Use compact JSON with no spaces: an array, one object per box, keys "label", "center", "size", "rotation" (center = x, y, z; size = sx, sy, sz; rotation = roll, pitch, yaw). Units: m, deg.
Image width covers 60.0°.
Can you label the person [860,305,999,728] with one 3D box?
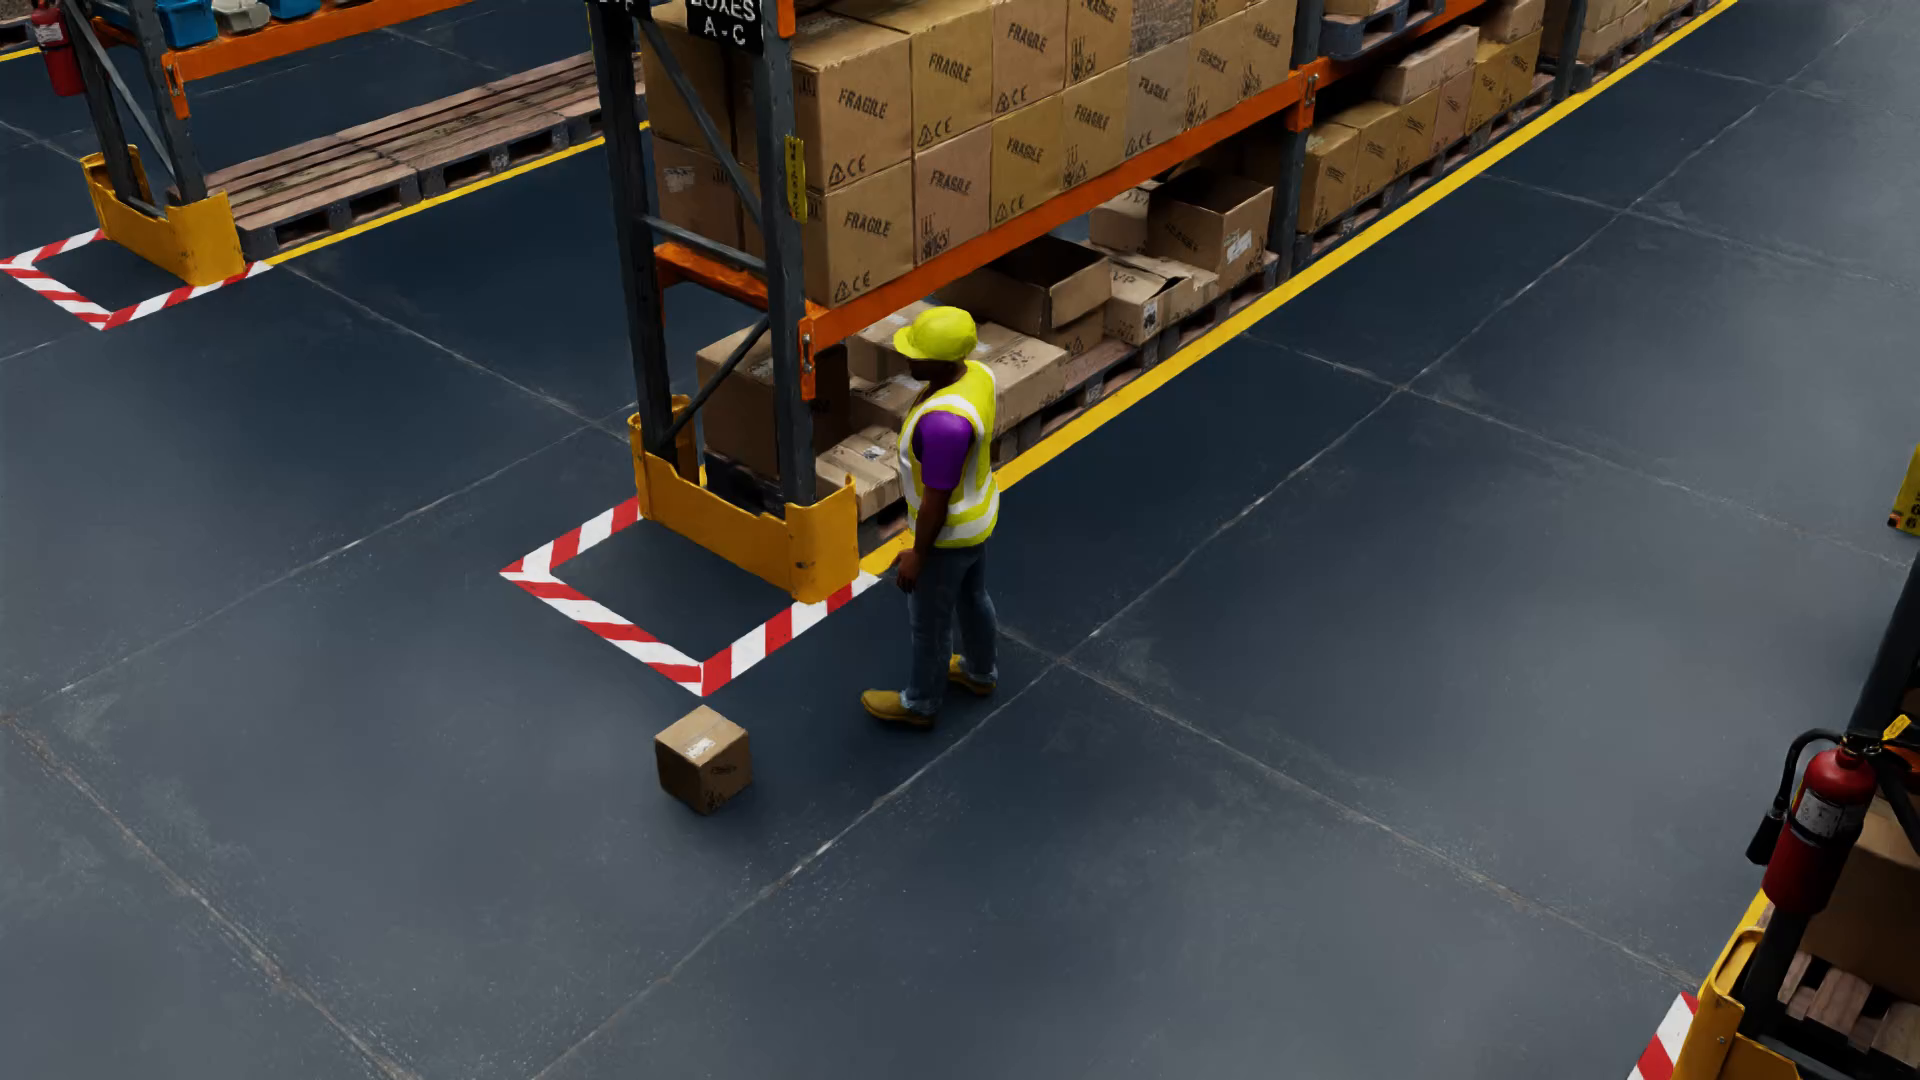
[{"label":"person","center":[-0.112,-0.090,6.217],"size":[0.521,1.761,0.650],"rotation":[7,35,9]}]
